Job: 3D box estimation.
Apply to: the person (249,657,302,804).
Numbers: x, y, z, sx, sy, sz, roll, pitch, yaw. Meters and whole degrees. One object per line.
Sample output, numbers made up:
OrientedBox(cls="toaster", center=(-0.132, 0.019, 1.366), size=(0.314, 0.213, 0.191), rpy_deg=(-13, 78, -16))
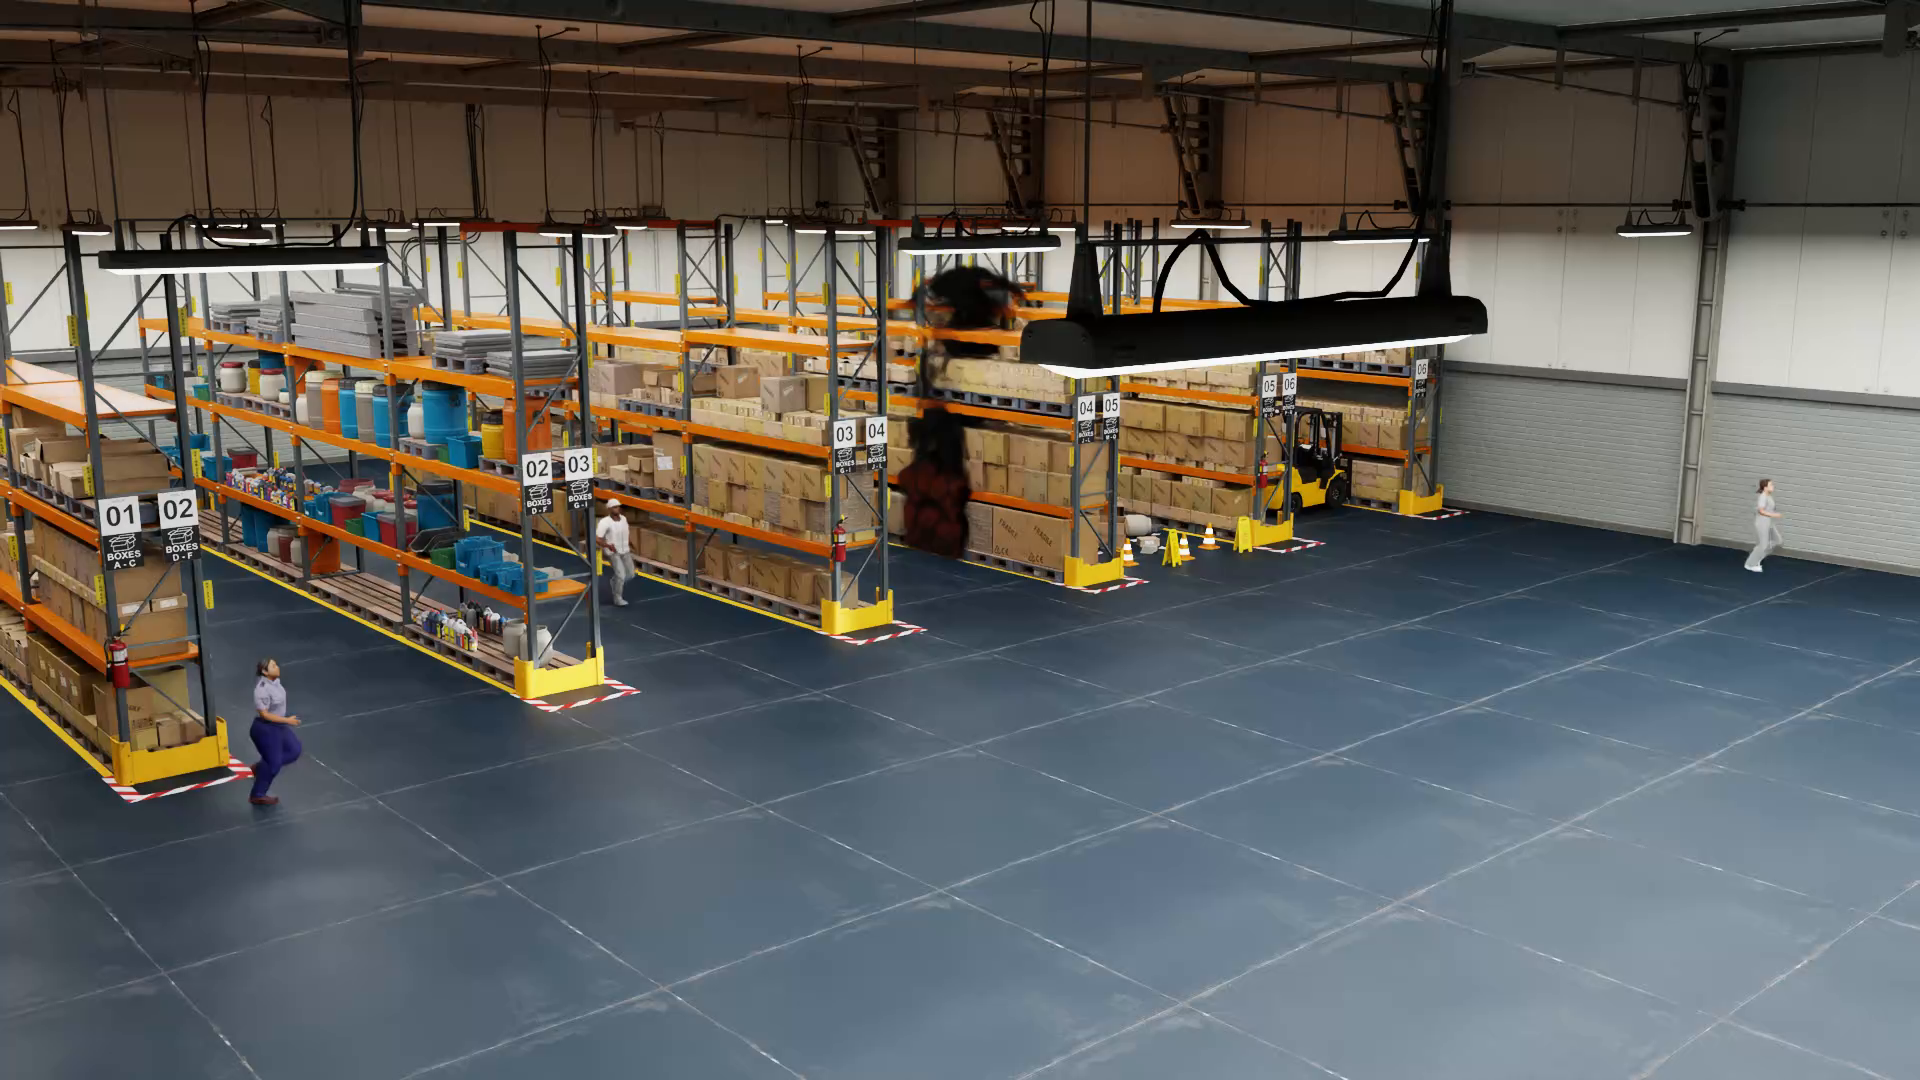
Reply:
OrientedBox(cls="person", center=(-7.352, 2.021, 17.840), size=(0.604, 1.599, 0.631), rpy_deg=(-2, 12, -7))

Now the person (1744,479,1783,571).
OrientedBox(cls="person", center=(14.016, -0.256, 28.926), size=(0.568, 1.641, 0.616), rpy_deg=(9, 14, 37))

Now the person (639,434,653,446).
OrientedBox(cls="person", center=(-8.072, -3.006, 42.382), size=(0.648, 1.773, 0.858), rpy_deg=(8, 14, 33))

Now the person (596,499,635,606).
OrientedBox(cls="person", center=(-5.488, 0.190, 26.585), size=(0.605, 1.716, 0.696), rpy_deg=(9, 14, 37))
